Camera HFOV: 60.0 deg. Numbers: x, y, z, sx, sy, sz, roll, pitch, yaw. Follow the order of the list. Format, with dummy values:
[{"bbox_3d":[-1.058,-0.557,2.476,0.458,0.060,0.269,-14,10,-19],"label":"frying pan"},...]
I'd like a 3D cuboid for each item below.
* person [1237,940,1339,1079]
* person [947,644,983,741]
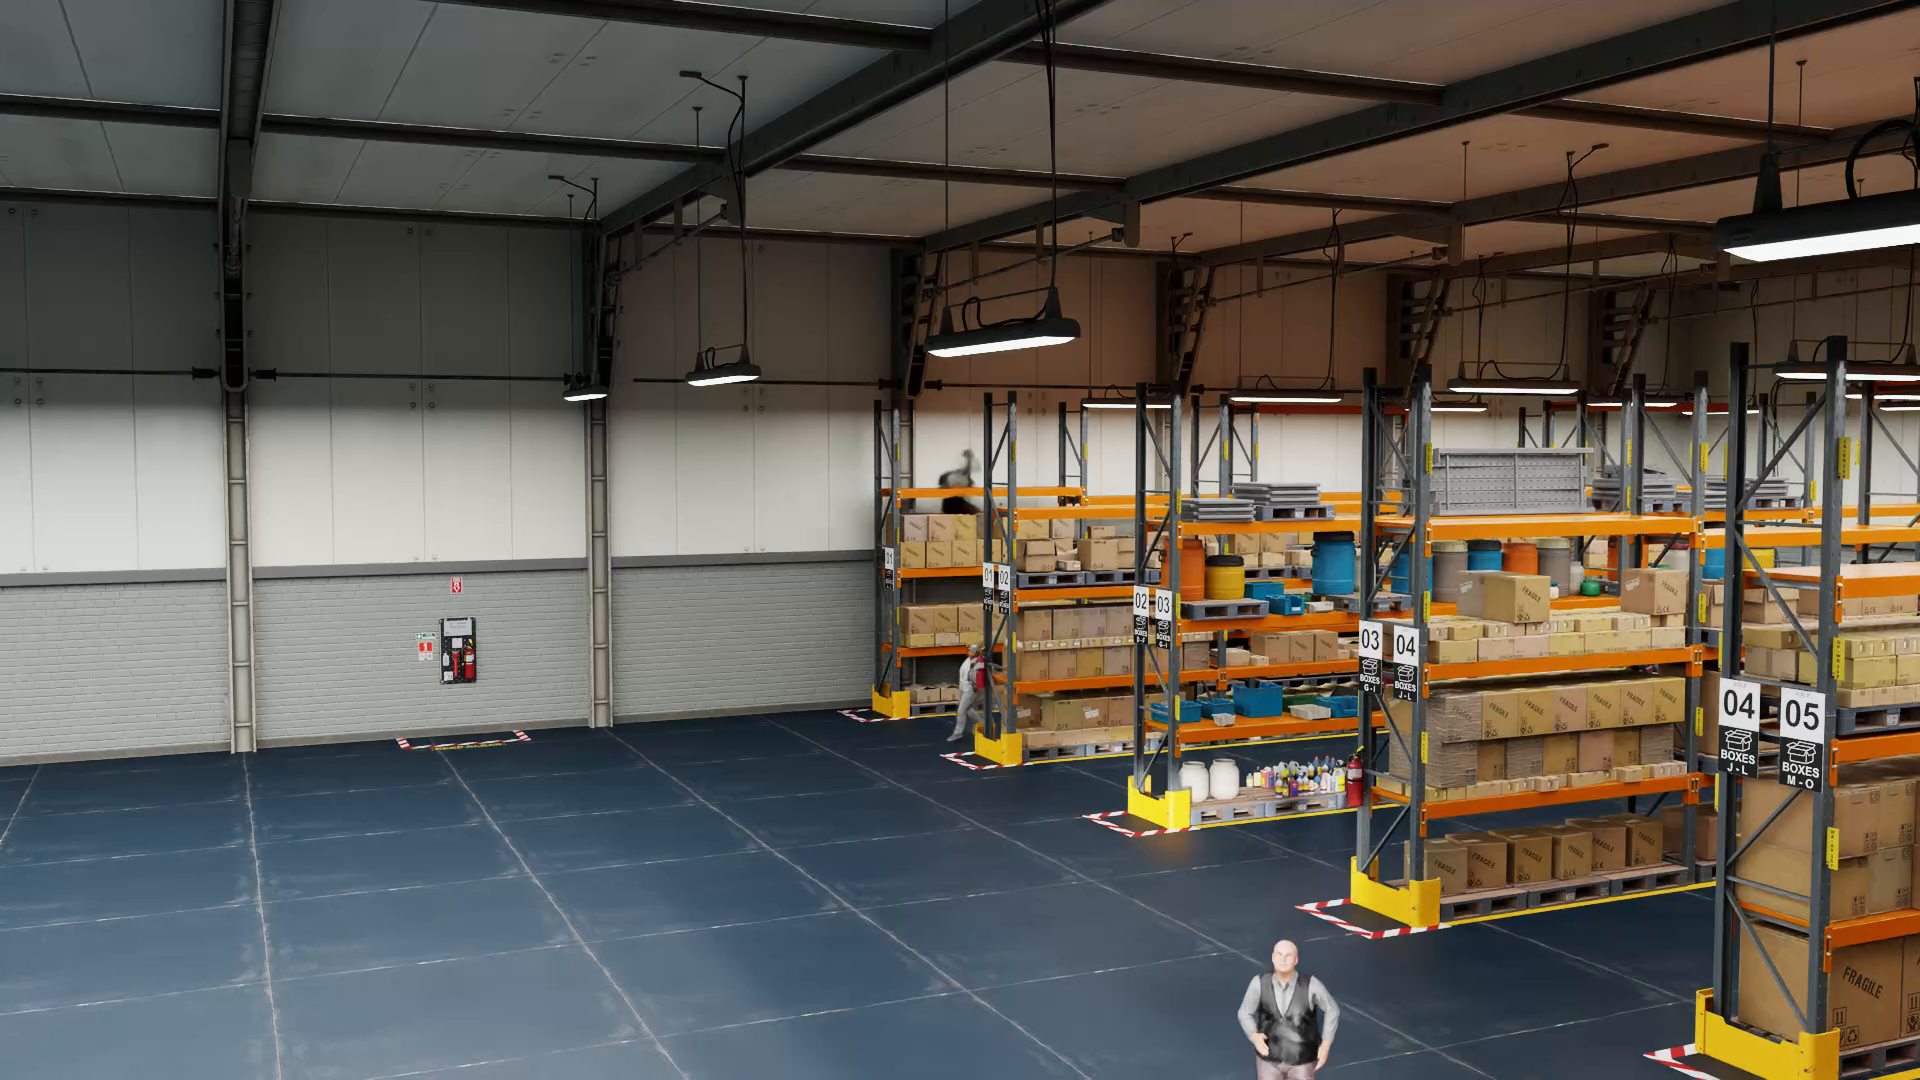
[{"bbox_3d":[2.283,3.645,11.645,0.698,1.688,0.591,1,3,17],"label":"person"},{"bbox_3d":[0.174,2.633,28.818,0.838,1.660,0.669,-2,4,-31],"label":"person"}]
